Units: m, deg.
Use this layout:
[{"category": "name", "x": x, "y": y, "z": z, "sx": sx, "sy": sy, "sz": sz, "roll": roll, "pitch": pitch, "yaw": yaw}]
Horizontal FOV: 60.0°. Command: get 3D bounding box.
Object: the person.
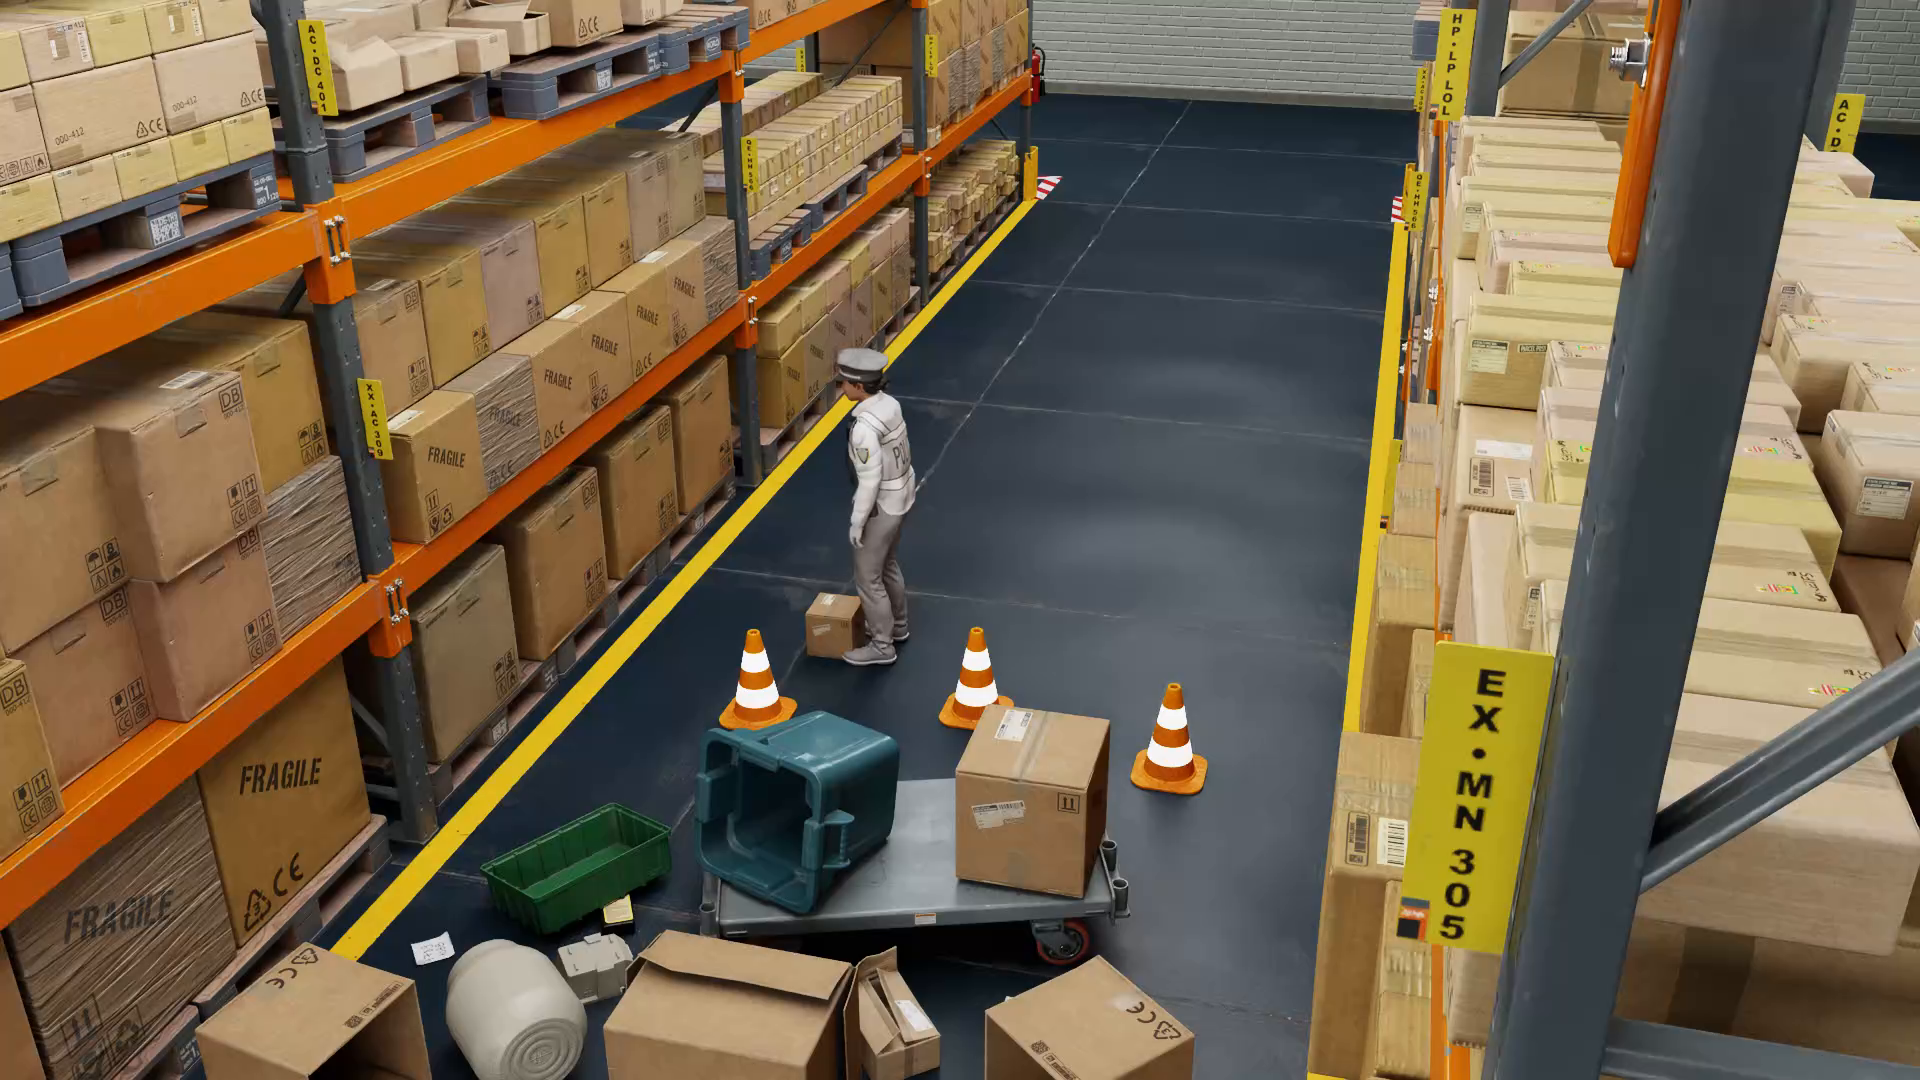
[{"category": "person", "x": -0.423, "y": -0.160, "z": 8.442, "sx": 0.372, "sy": 1.663, "sz": 0.528, "roll": 6, "pitch": 26, "yaw": 13}]
